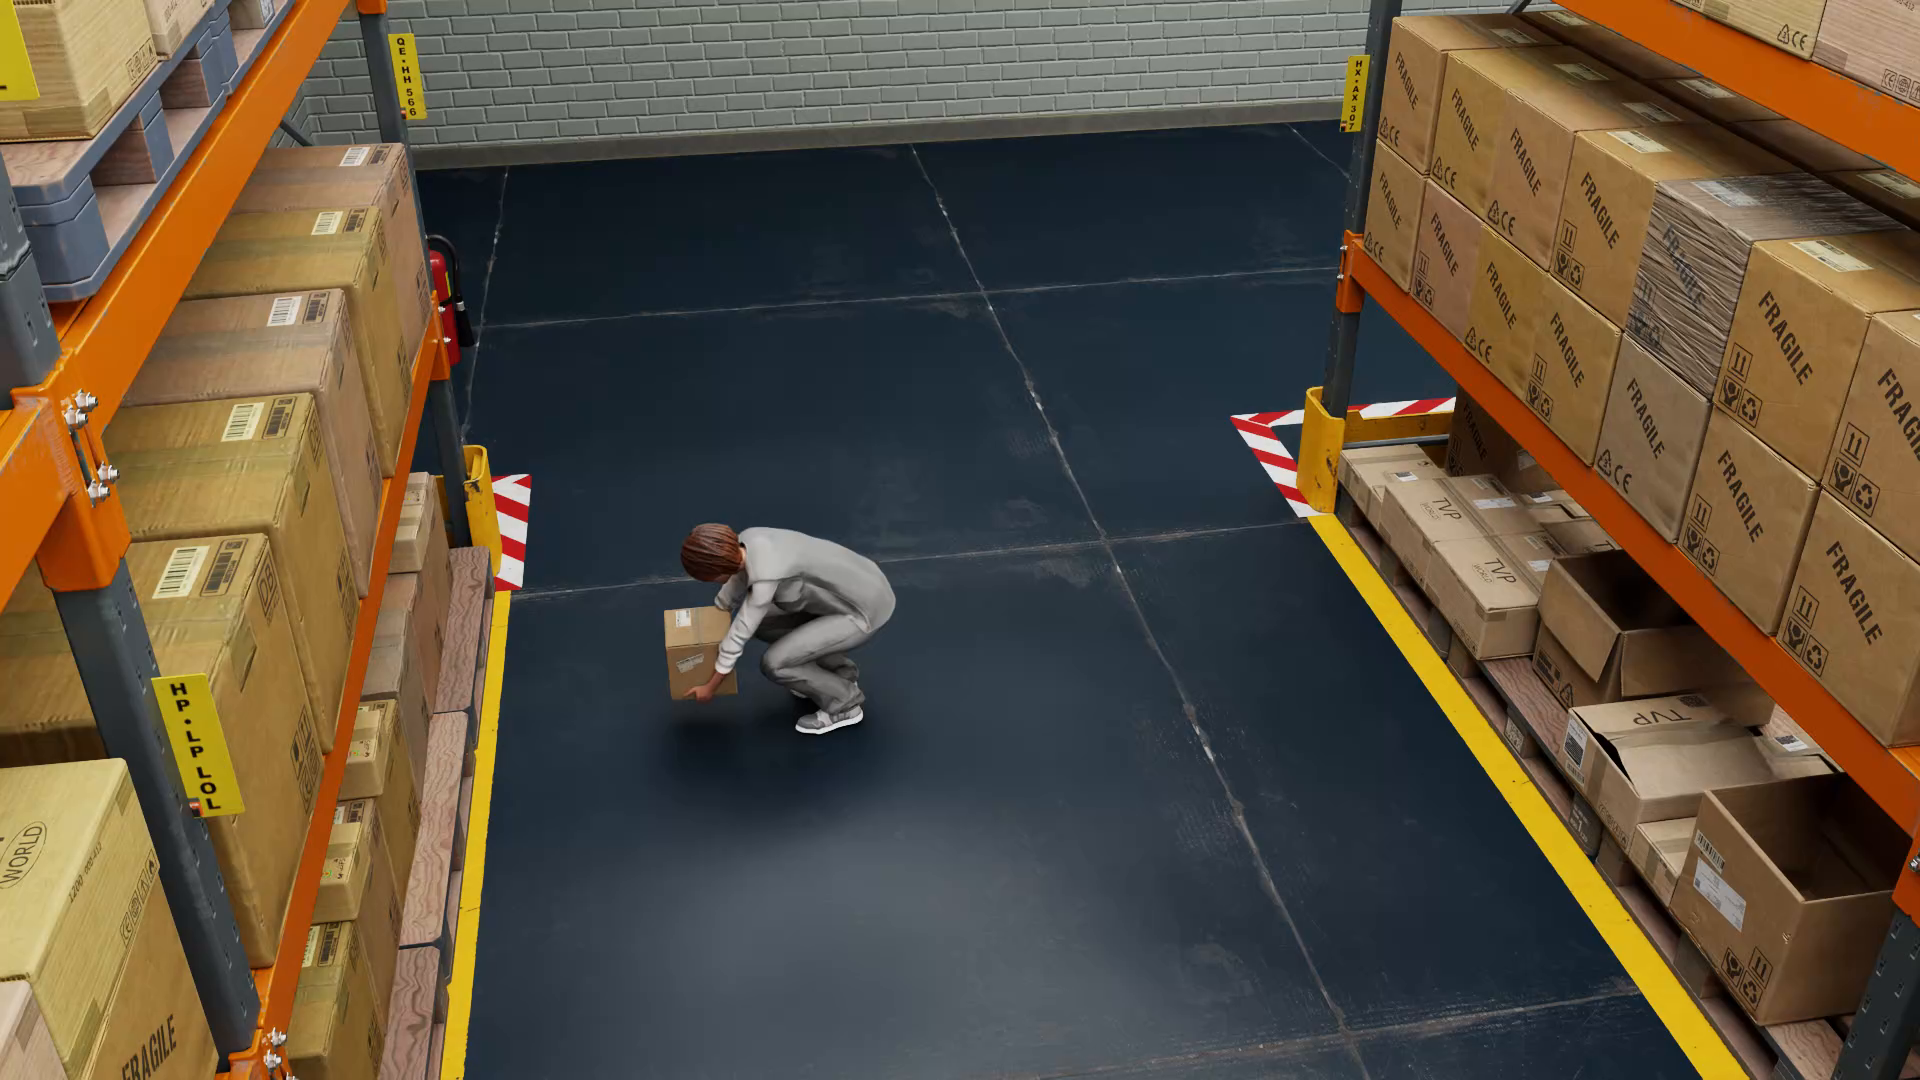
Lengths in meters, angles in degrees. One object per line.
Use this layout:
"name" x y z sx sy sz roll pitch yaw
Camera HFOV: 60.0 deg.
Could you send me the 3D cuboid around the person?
"person" -0.657 0.306 6.335 0.835 0.882 0.421 -6 32 -10
